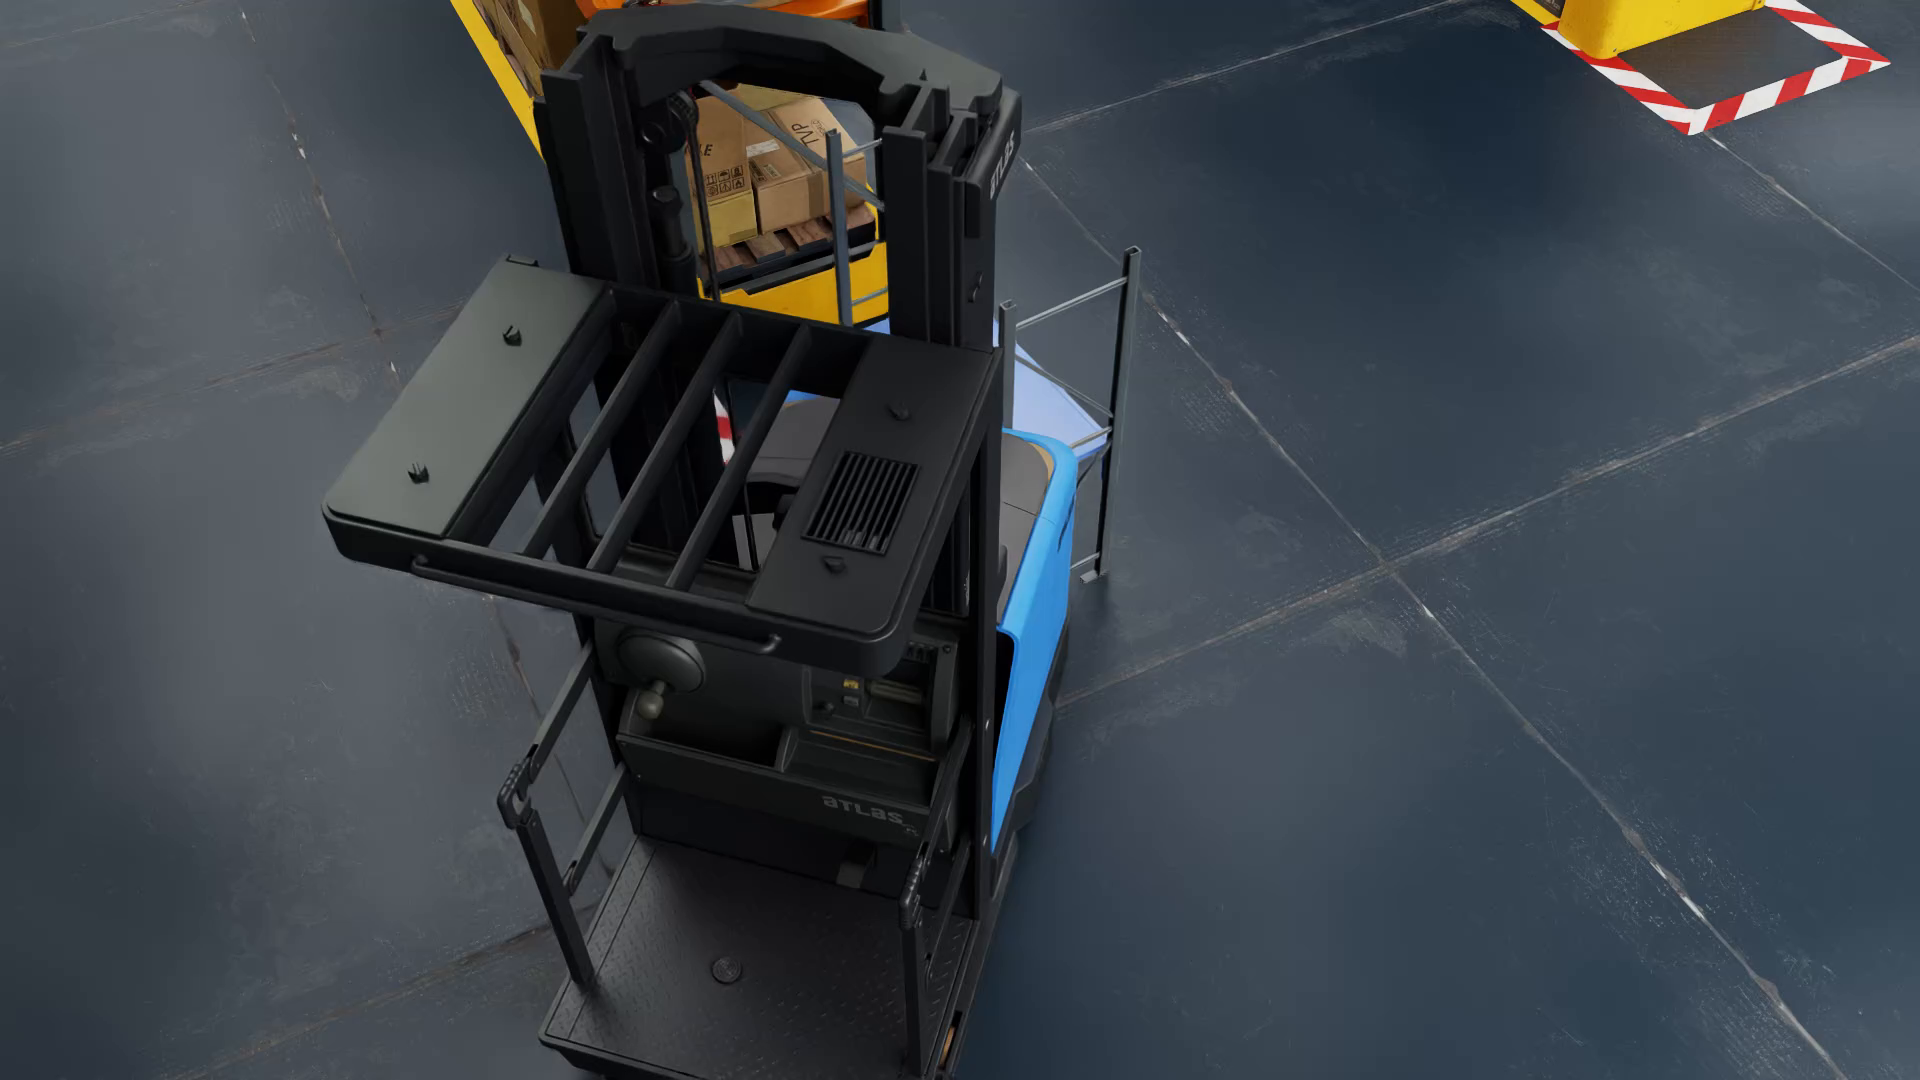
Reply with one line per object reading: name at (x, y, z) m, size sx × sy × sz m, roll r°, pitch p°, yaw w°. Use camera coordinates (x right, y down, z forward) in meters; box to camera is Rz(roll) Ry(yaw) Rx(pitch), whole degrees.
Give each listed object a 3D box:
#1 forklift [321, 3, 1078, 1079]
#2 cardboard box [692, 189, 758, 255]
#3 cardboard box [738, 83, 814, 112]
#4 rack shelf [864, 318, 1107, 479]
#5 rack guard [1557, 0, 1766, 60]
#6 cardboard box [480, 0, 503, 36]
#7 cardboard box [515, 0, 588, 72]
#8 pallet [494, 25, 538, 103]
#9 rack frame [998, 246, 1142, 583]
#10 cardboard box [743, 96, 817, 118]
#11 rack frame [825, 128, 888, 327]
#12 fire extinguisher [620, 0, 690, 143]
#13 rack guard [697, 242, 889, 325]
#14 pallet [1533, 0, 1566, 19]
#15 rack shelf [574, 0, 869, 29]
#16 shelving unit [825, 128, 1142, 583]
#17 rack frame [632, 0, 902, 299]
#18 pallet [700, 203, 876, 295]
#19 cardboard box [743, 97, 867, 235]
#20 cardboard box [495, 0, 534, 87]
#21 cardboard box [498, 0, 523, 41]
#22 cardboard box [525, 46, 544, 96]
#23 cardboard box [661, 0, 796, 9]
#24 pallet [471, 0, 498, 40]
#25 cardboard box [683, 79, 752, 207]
forklift at (-0.517, 0.409, 3.945) m, size 1.130 × 2.935 × 3.031 m, roll 12°, pitch 50°, yaw 10°
cardboard box at (-1.197, -1.455, 7.078) m, size 0.500 × 0.250 × 0.500 m, roll -21°, pitch 52°, yaw -18°
cardboard box at (-0.967, -2.215, 7.244) m, size 0.500 × 0.500 × 0.500 m, roll -21°, pitch 52°, yaw -18°
rack shelf at (0.054, -0.490, 5.921) m, size 0.538 × 0.185 × 1.000 m, roll -26°, pitch 54°, yaw -21°
rack guard at (3.641, -2.880, 8.437) m, size 1.175 × 0.500 × 0.348 m, roll -21°, pitch 52°, yaw -18°
cardboard box at (-2.128, -2.788, 8.243) m, size 0.500 × 0.250 × 0.500 m, roll -21°, pitch 52°, yaw -18°
cardboard box at (-1.669, -2.366, 7.376) m, size 0.500 × 0.500 × 0.500 m, roll -21°, pitch 52°, yaw -18°
pallet at (-1.630, -2.360, 8.174) m, size 1.003 × 0.211 × 1.213 m, roll -21°, pitch 52°, yaw -18°
rack frame at (0.331, -0.287, 5.505) m, size 0.500 × 1.500 × 0.032 m, roll -26°, pitch 54°, yaw -21°
cardboard box at (-0.968, -1.967, 7.525) m, size 0.500 × 0.250 × 0.500 m, roll -21°, pitch 52°, yaw -18°
rack frame at (-0.223, -0.929, 6.066) m, size 0.500 × 1.500 × 0.032 m, roll -26°, pitch 54°, yaw -21°
fire extinguisher at (-1.047, -1.701, 5.796) m, size 0.296 × 0.674 × 0.183 m, roll -21°, pitch 52°, yaw -18°
rack guard at (-0.678, -1.126, 6.903) m, size 1.175 × 0.500 × 0.348 m, roll -21°, pitch 52°, yaw -18°
pallet at (3.274, -3.331, 9.023) m, size 1.003 × 0.211 × 1.213 m, roll -21°, pitch 52°, yaw -18°
rack shelf at (-1.604, -3.067, 7.417) m, size 1.077 × 0.370 × 4.000 m, roll -21°, pitch 52°, yaw -18°
shelving unit at (0.054, -0.608, 5.785) m, size 0.538 × 1.500 × 1.048 m, roll -26°, pitch 54°, yaw -21°
rack frame at (-0.689, -1.965, 5.976) m, size 1.000 × 3.000 × 0.127 m, roll -21°, pitch 52°, yaw -18°
pallet at (-1.076, -1.545, 7.461) m, size 1.003 × 0.211 × 1.213 m, roll -21°, pitch 52°, yaw -18°
cardboard box at (-0.736, -1.634, 7.234) m, size 0.500 × 0.250 × 0.500 m, roll -21°, pitch 52°, yaw -18°
cardboard box at (-1.894, -2.455, 7.952) m, size 0.500 × 0.250 × 0.500 m, roll -21°, pitch 52°, yaw -18°
cardboard box at (-1.897, -2.701, 7.669) m, size 0.500 × 0.500 × 0.500 m, roll -21°, pitch 52°, yaw -18°
cardboard box at (-1.667, -2.120, 7.659) m, size 0.500 × 0.250 × 0.500 m, roll -21°, pitch 52°, yaw -18°
cardboard box at (-0.891, -2.315, 6.215) m, size 0.700 × 0.500 × 0.500 m, roll -21°, pitch 52°, yaw -18°
pallet at (-2.192, -3.178, 8.889) m, size 1.003 × 0.211 × 1.213 m, roll -21°, pitch 52°, yaw -18°
cardboard box at (-1.199, -1.701, 6.795) m, size 0.500 × 0.500 × 0.500 m, roll -21°, pitch 52°, yaw -18°
